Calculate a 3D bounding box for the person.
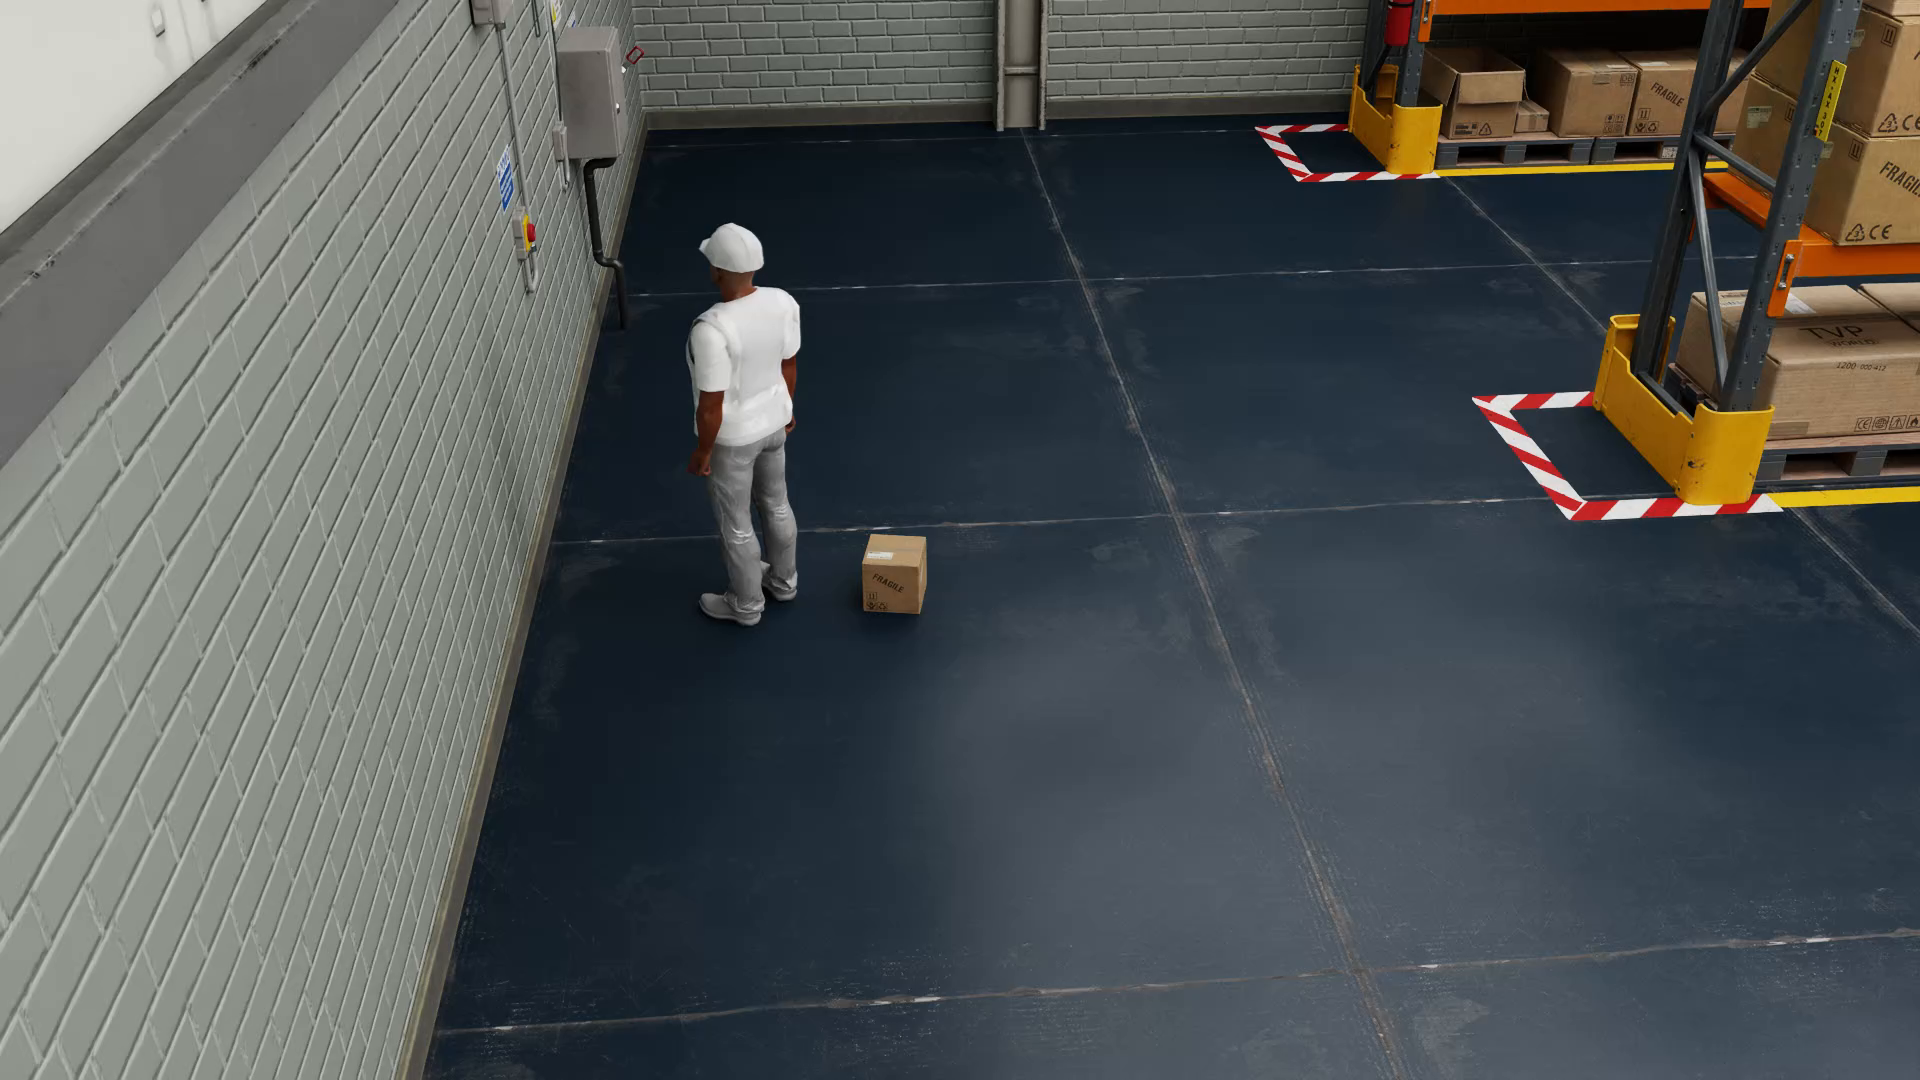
[{"bbox_3d":[-0.908,-0.466,6.885,0.393,1.770,0.544,22,37,32],"label":"person"}]
